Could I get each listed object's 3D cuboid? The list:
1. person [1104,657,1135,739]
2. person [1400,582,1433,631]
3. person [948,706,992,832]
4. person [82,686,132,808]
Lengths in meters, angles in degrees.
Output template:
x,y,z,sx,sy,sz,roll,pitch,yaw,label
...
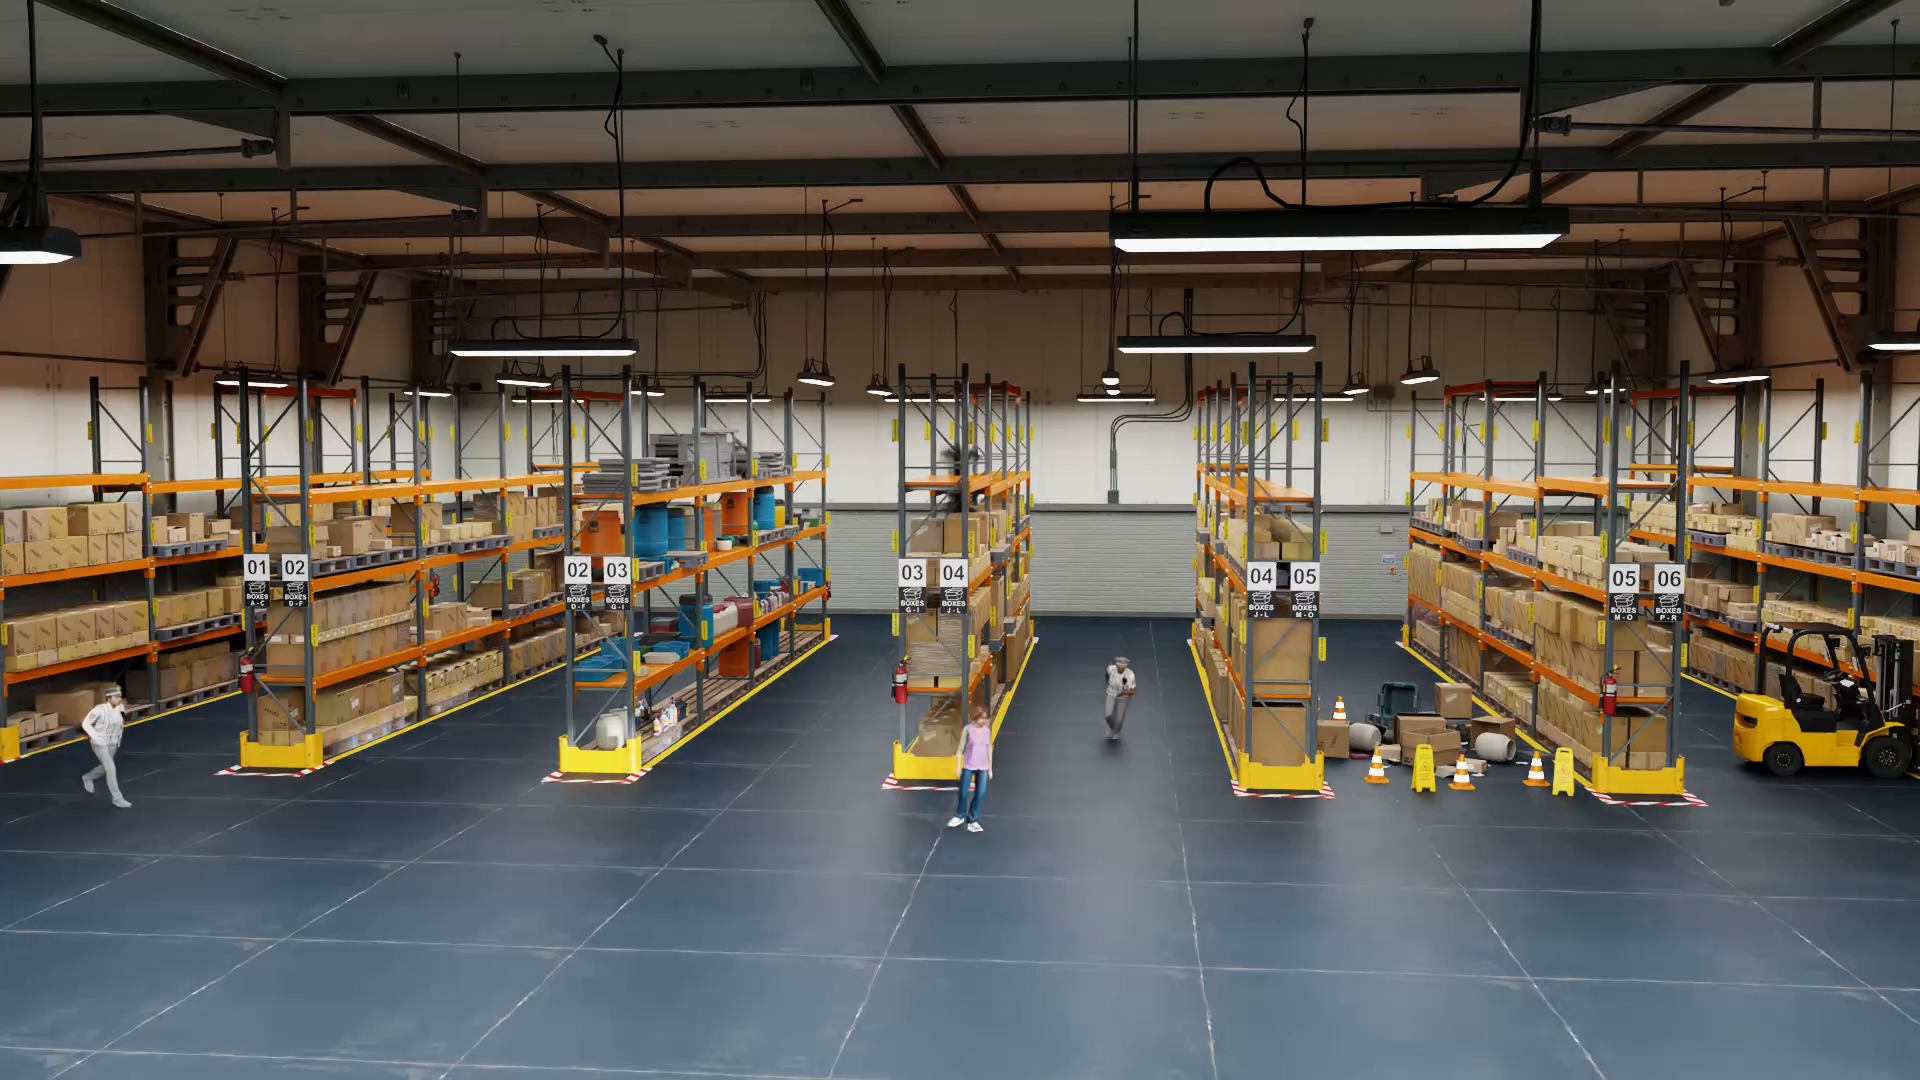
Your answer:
x,y,z,sx,sy,sz,roll,pitch,yaw,label
2.566,2.561,26.829,0.555,1.421,0.978,1,4,10,person
11.504,1.463,41.954,0.907,1.649,0.582,-1,4,-15,person
0.135,2.858,20.885,0.537,1.556,0.416,-1,4,-20,person
-11.558,2.759,22.387,0.952,1.642,0.604,2,4,30,person
